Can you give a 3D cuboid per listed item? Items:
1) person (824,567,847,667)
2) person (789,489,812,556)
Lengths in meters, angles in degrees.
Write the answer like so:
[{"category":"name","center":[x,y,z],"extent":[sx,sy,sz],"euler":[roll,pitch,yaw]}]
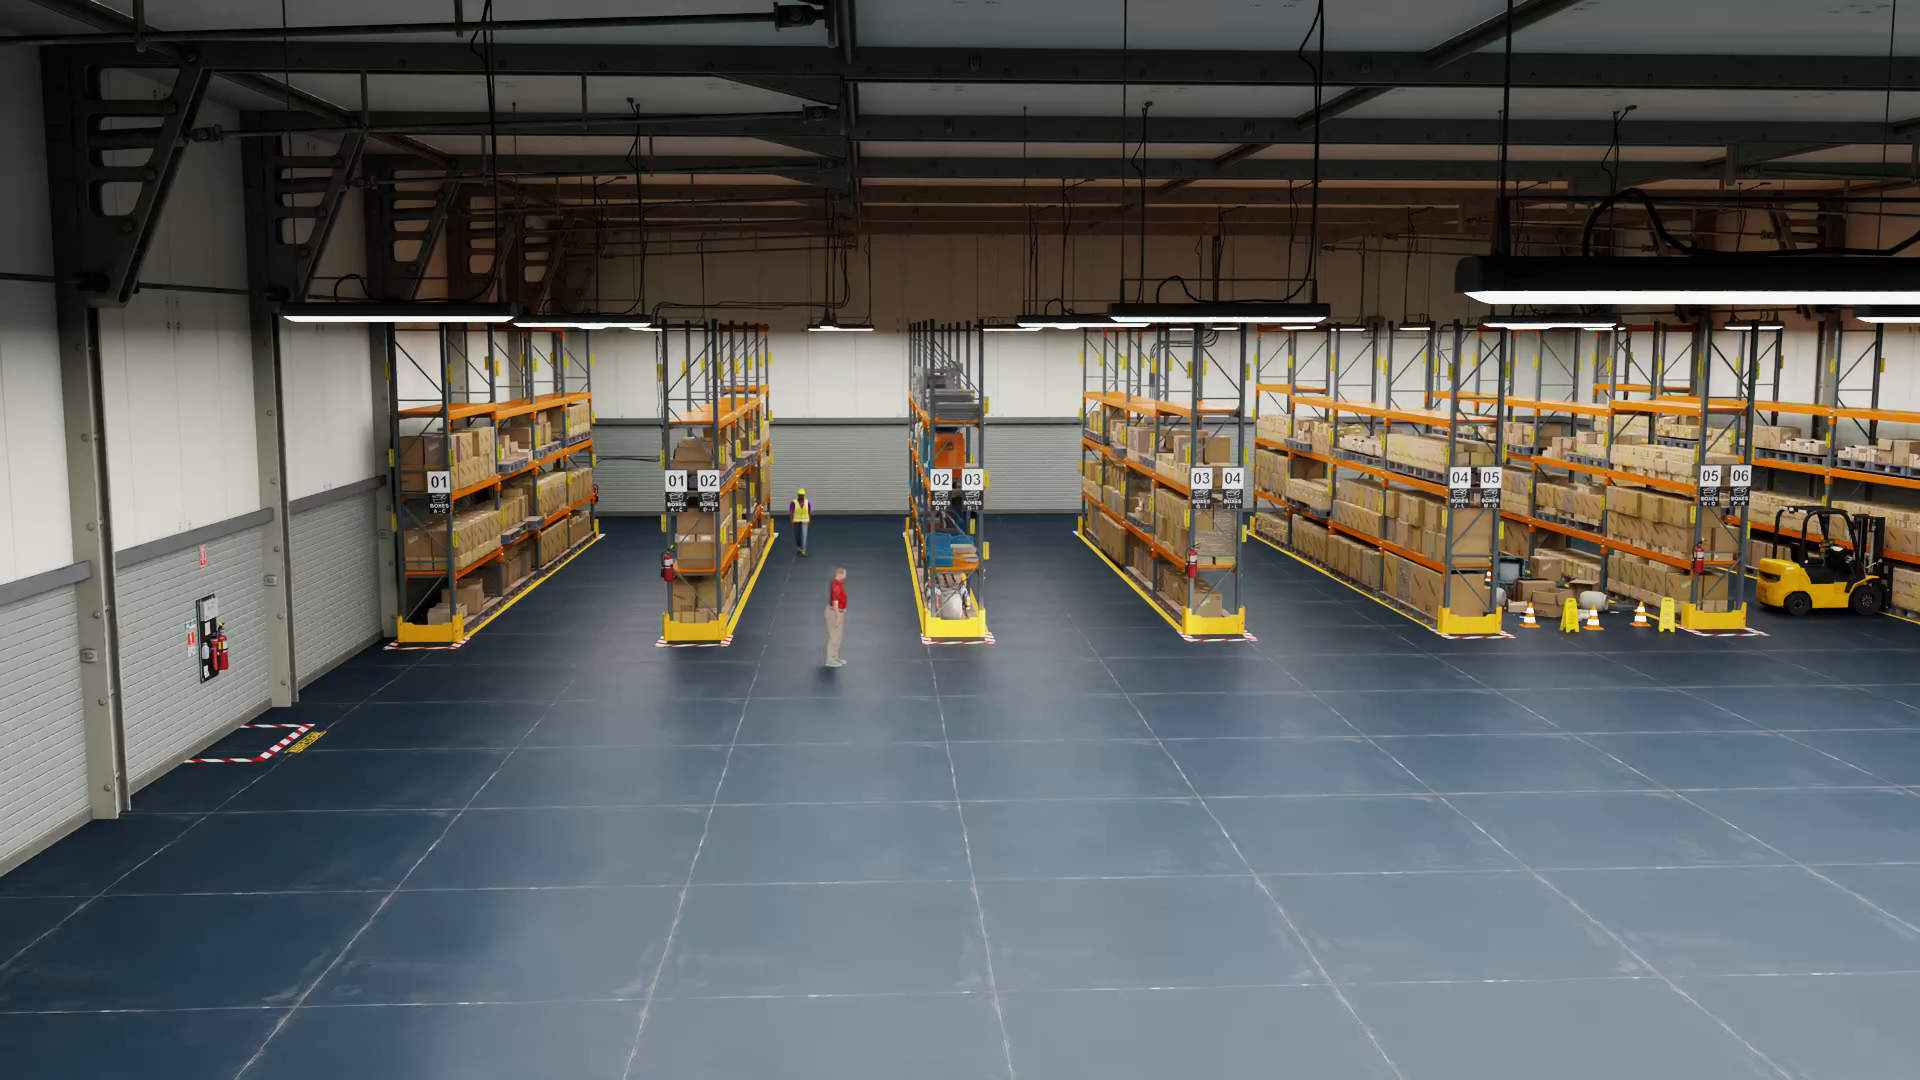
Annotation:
[{"category":"person","center":[-2.155,1.325,28.792],"extent":[0.391,1.736,0.567],"euler":[-1,7,-5]},{"category":"person","center":[-4.153,-0.465,43.241],"extent":[0.577,1.730,1.022],"euler":[0,7,1]}]
